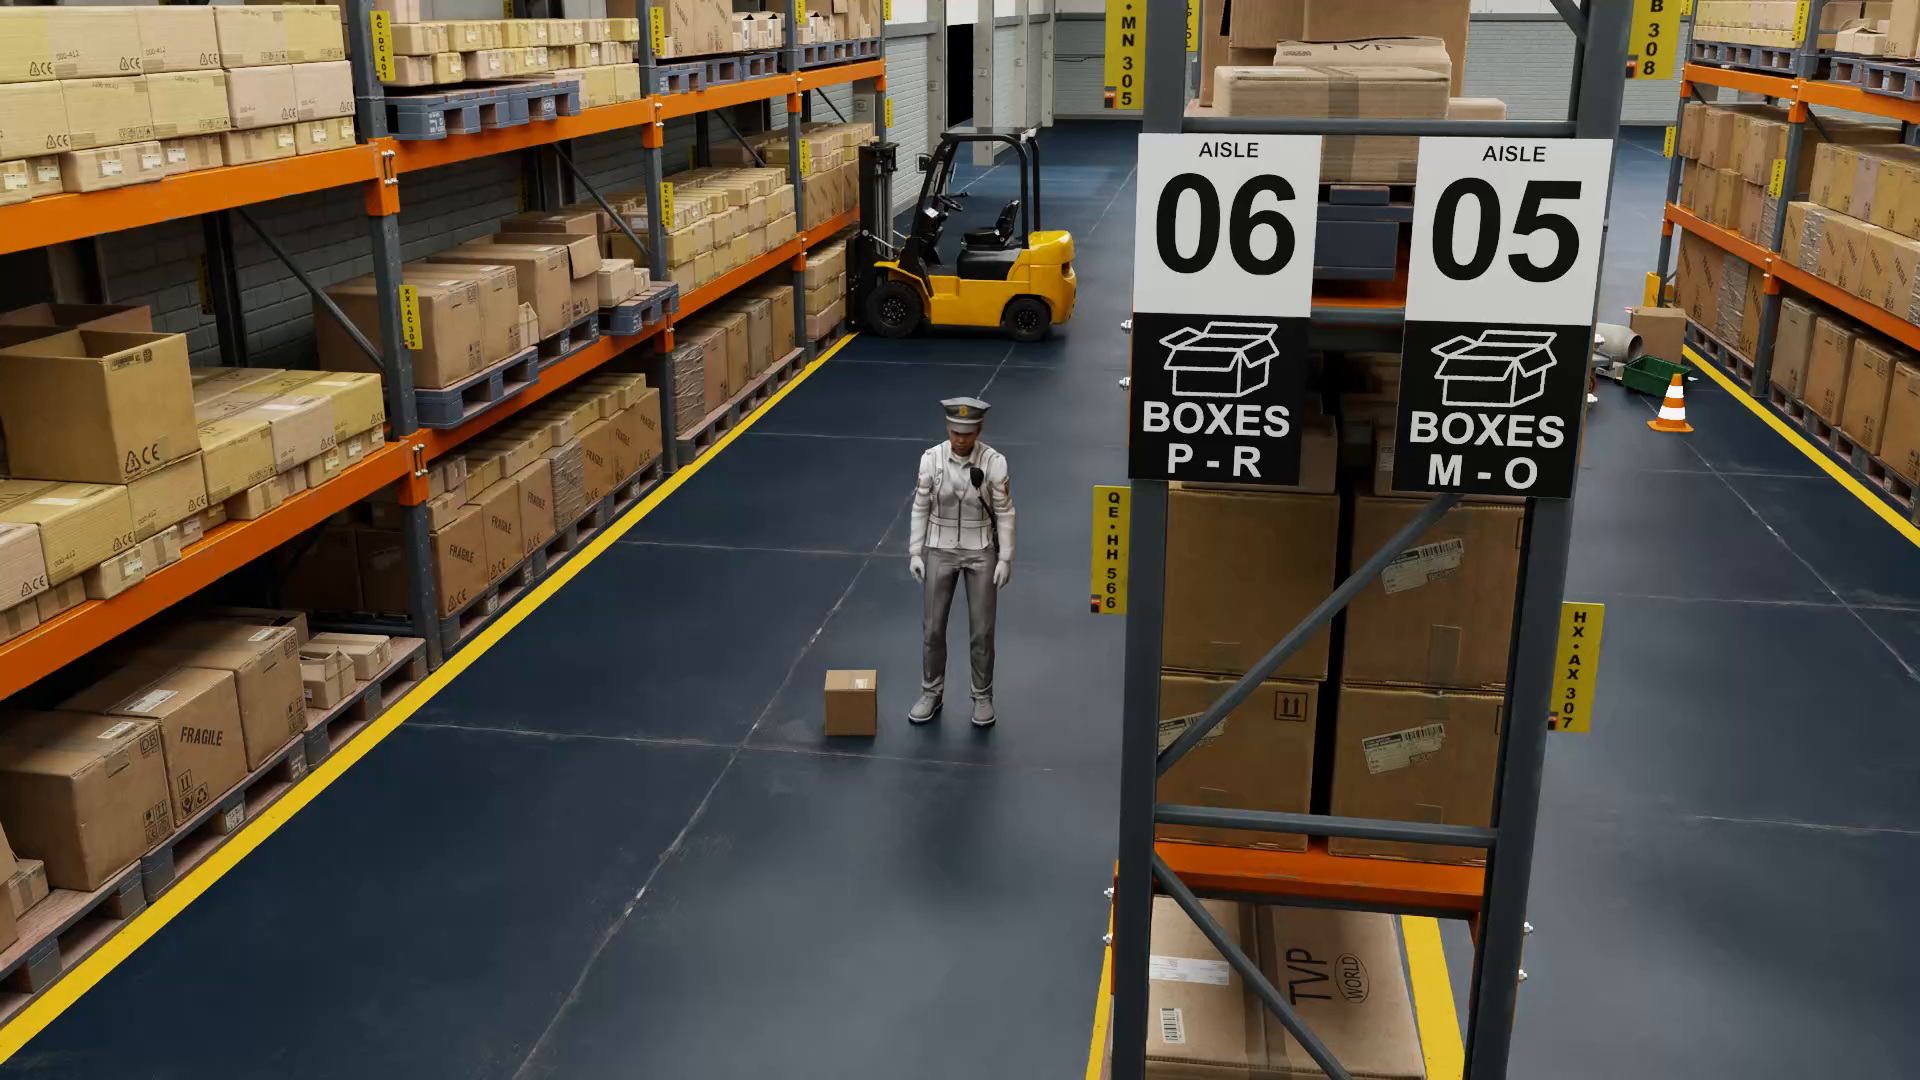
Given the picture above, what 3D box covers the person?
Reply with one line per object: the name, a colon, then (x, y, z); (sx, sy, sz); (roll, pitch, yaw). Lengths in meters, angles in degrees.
person: (0.006, 0.099, 8.245); (0.526, 1.663, 0.343); (2, 18, 7)
